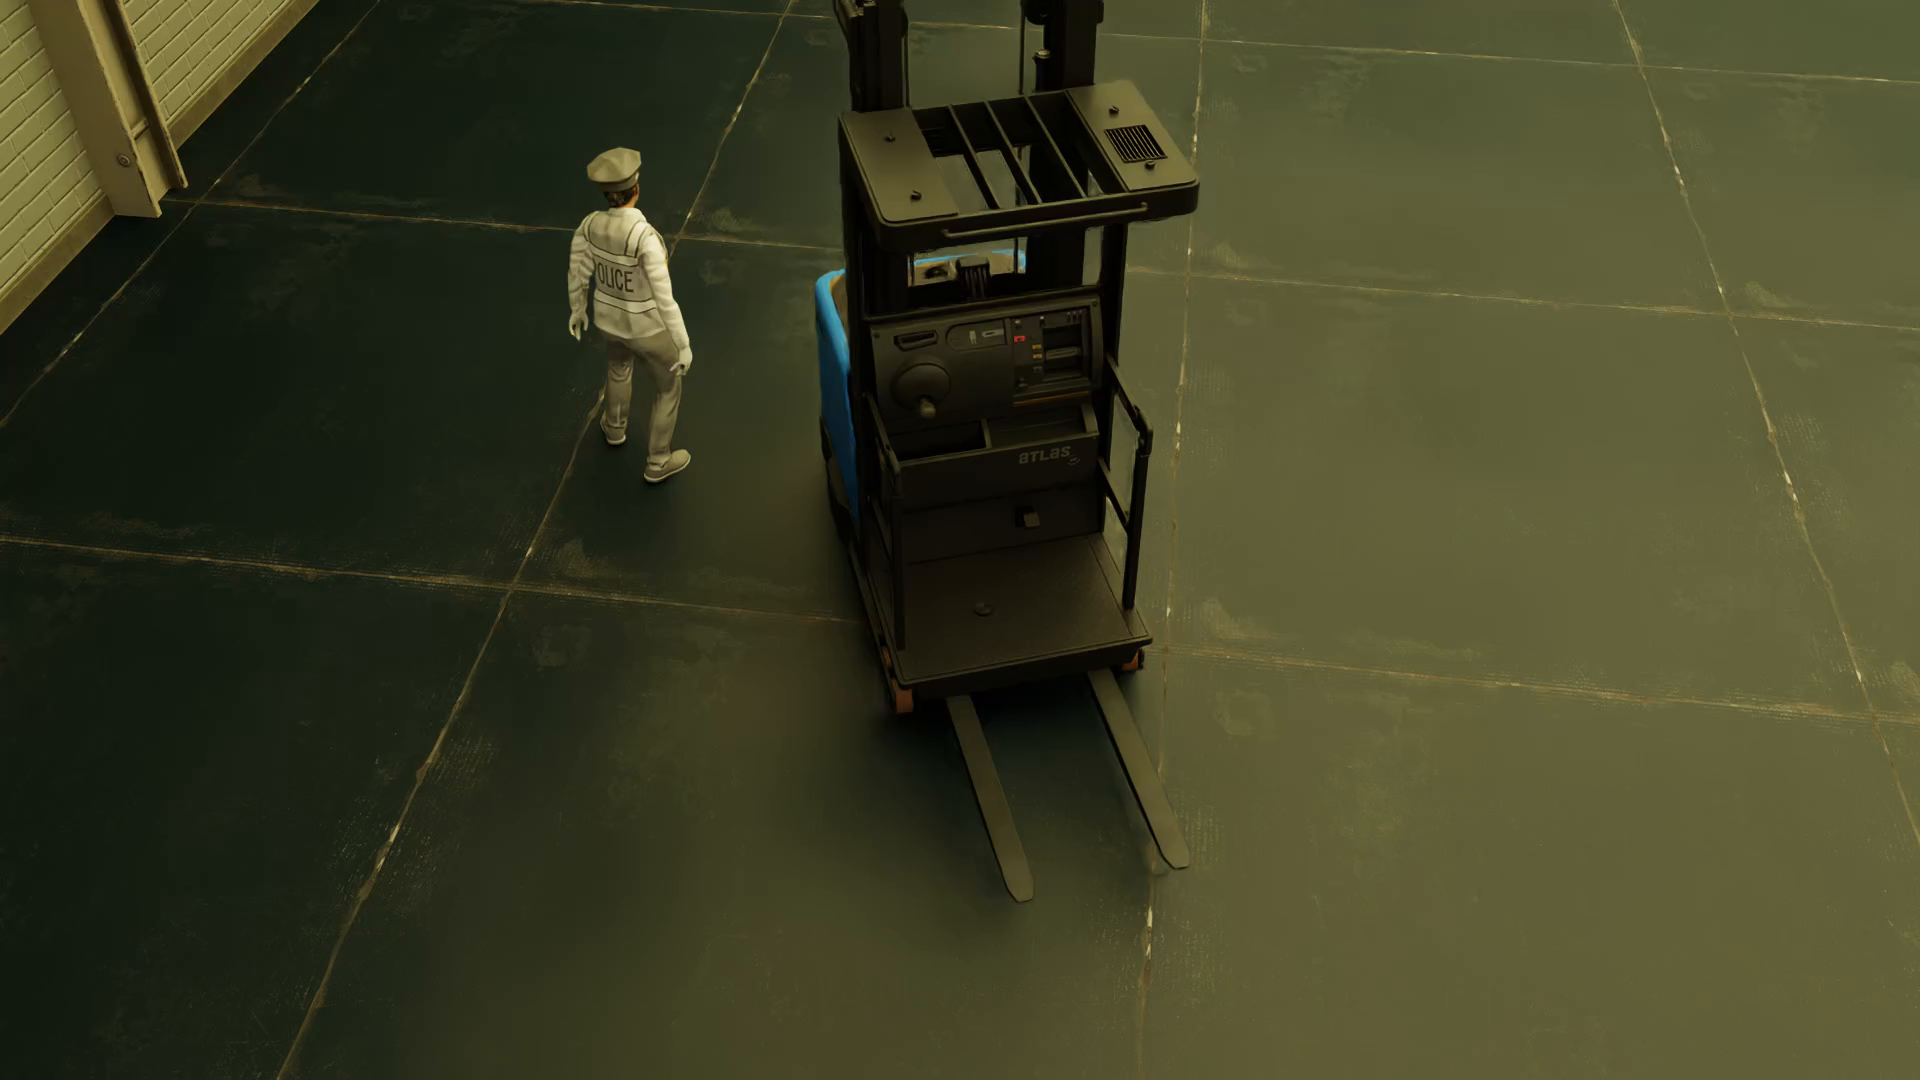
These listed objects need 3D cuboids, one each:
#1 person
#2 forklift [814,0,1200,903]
[{"bbox_3d":[-1.543,-1.027,7.814,0.791,1.638,0.396,21,47,22],"label":"person"},{"bbox_3d":[0.167,-0.631,6.411,1.130,2.935,3.031,-10,43,-10],"label":"forklift"}]
